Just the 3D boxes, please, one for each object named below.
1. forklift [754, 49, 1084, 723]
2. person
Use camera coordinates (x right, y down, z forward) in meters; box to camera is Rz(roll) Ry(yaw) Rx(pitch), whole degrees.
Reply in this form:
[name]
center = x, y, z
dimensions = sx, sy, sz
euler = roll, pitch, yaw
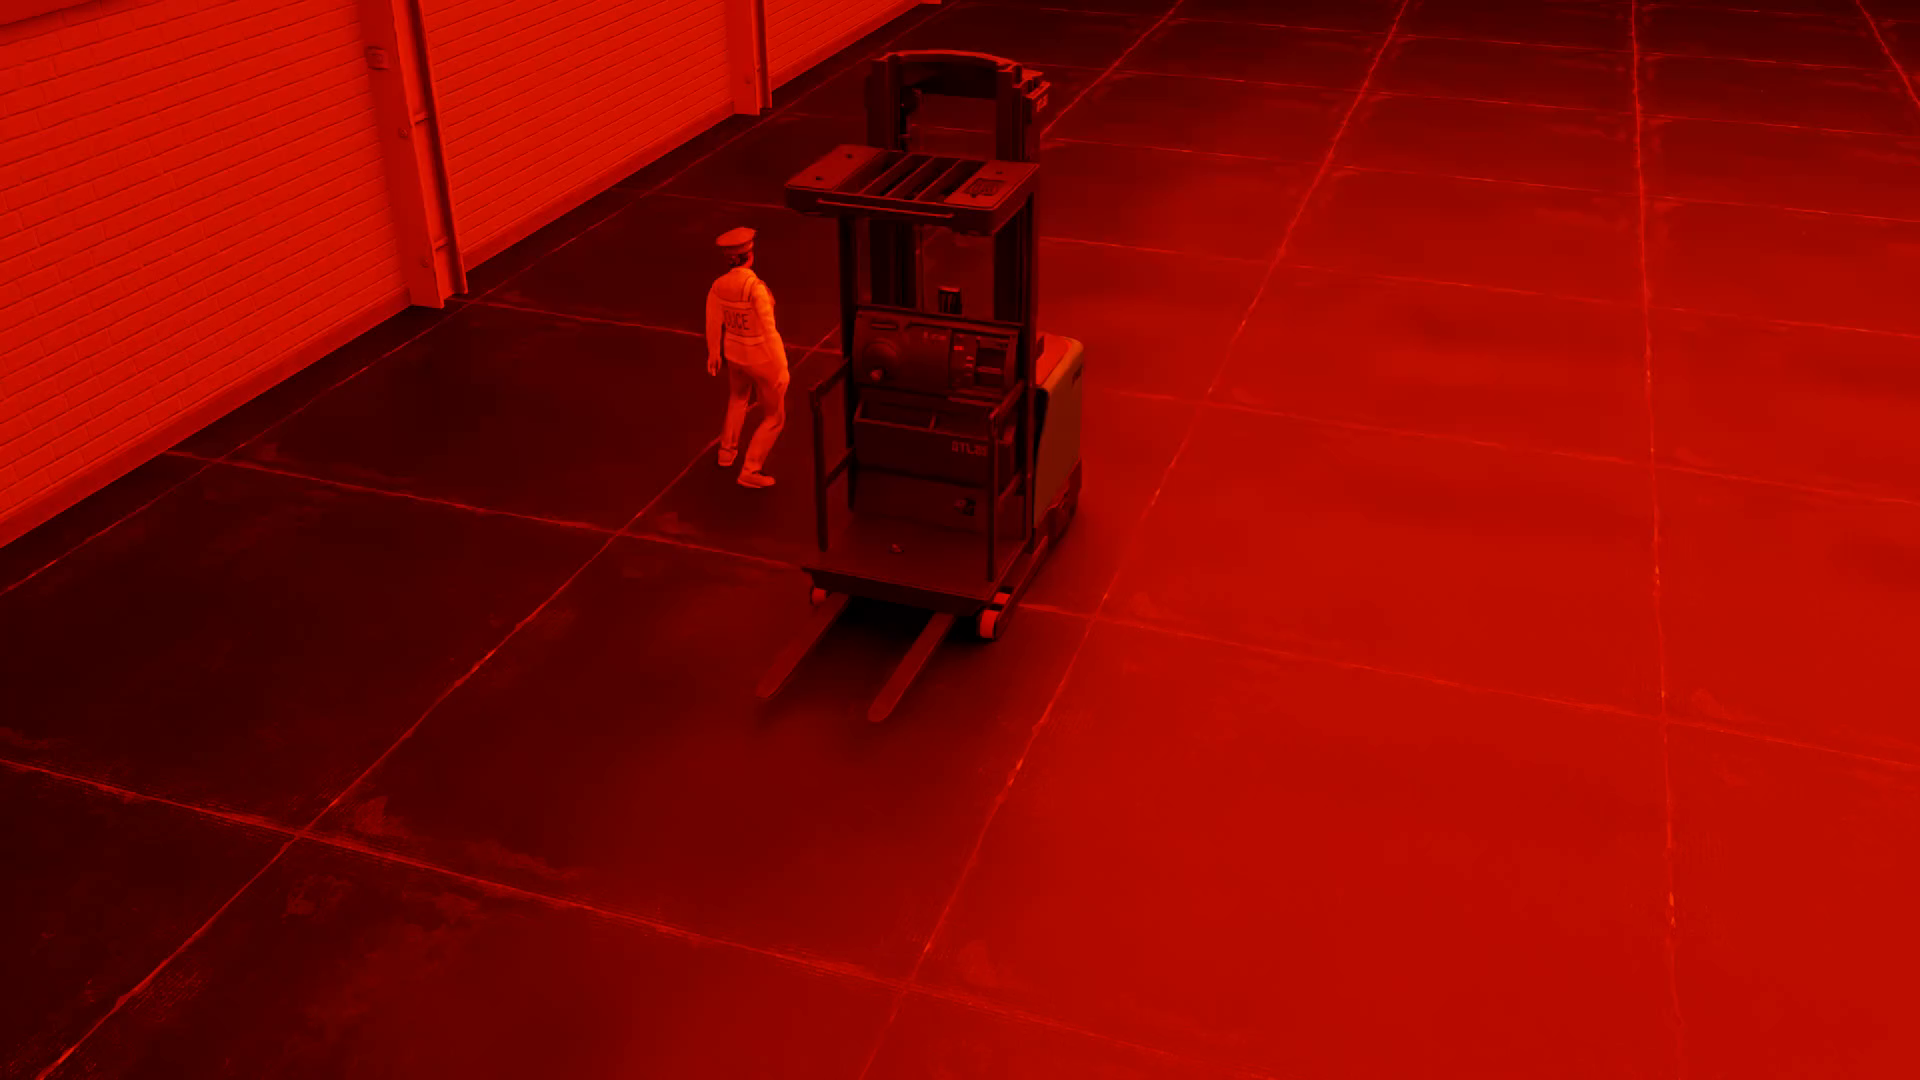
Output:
[forklift]
center = -0.207, -0.953, 8.808
dimensions = 1.130, 2.935, 3.031
euler = 10, 31, 17
[person]
center = -1.346, -1.108, 10.469
dimensions = 0.796, 1.626, 0.463
euler = 24, 38, 36
